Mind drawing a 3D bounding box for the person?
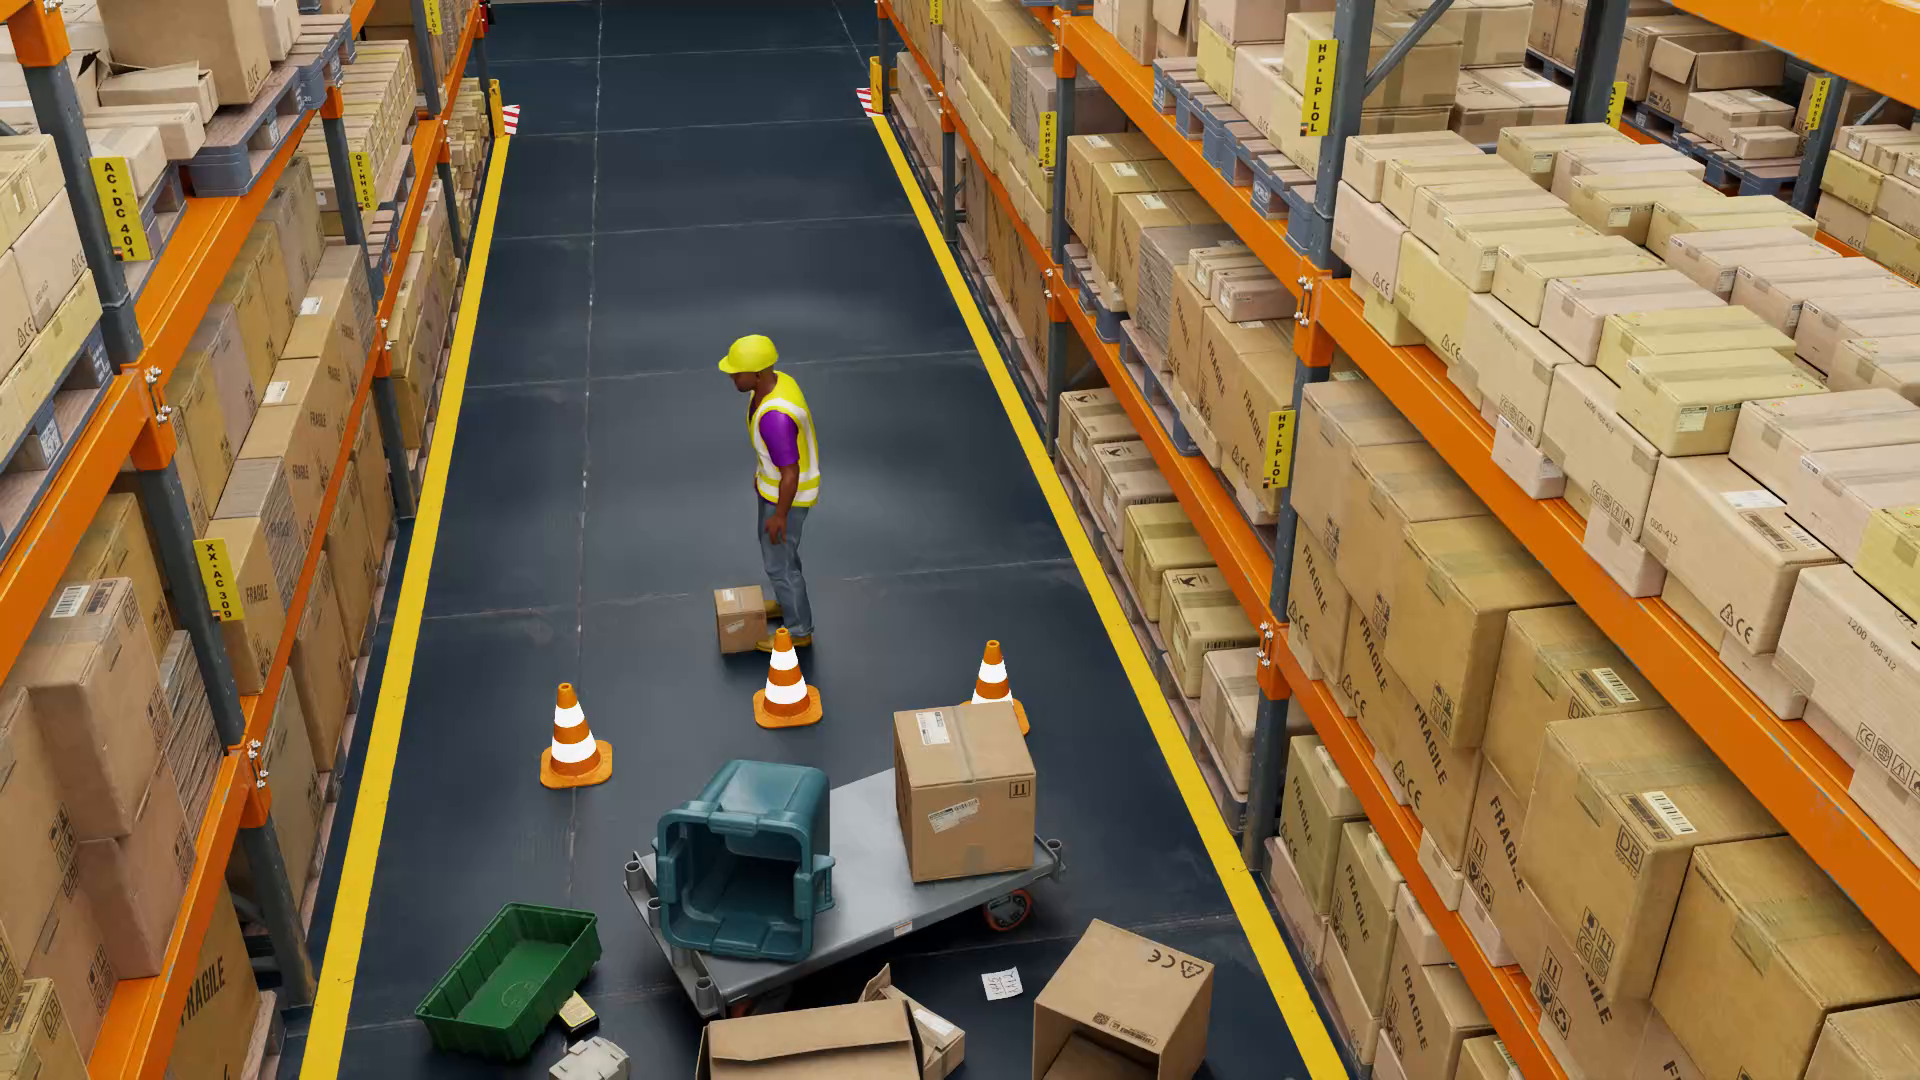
[{"bbox_3d":[-0.953,-0.251,8.540,0.463,1.760,0.632,-6,31,-10],"label":"person"}]
